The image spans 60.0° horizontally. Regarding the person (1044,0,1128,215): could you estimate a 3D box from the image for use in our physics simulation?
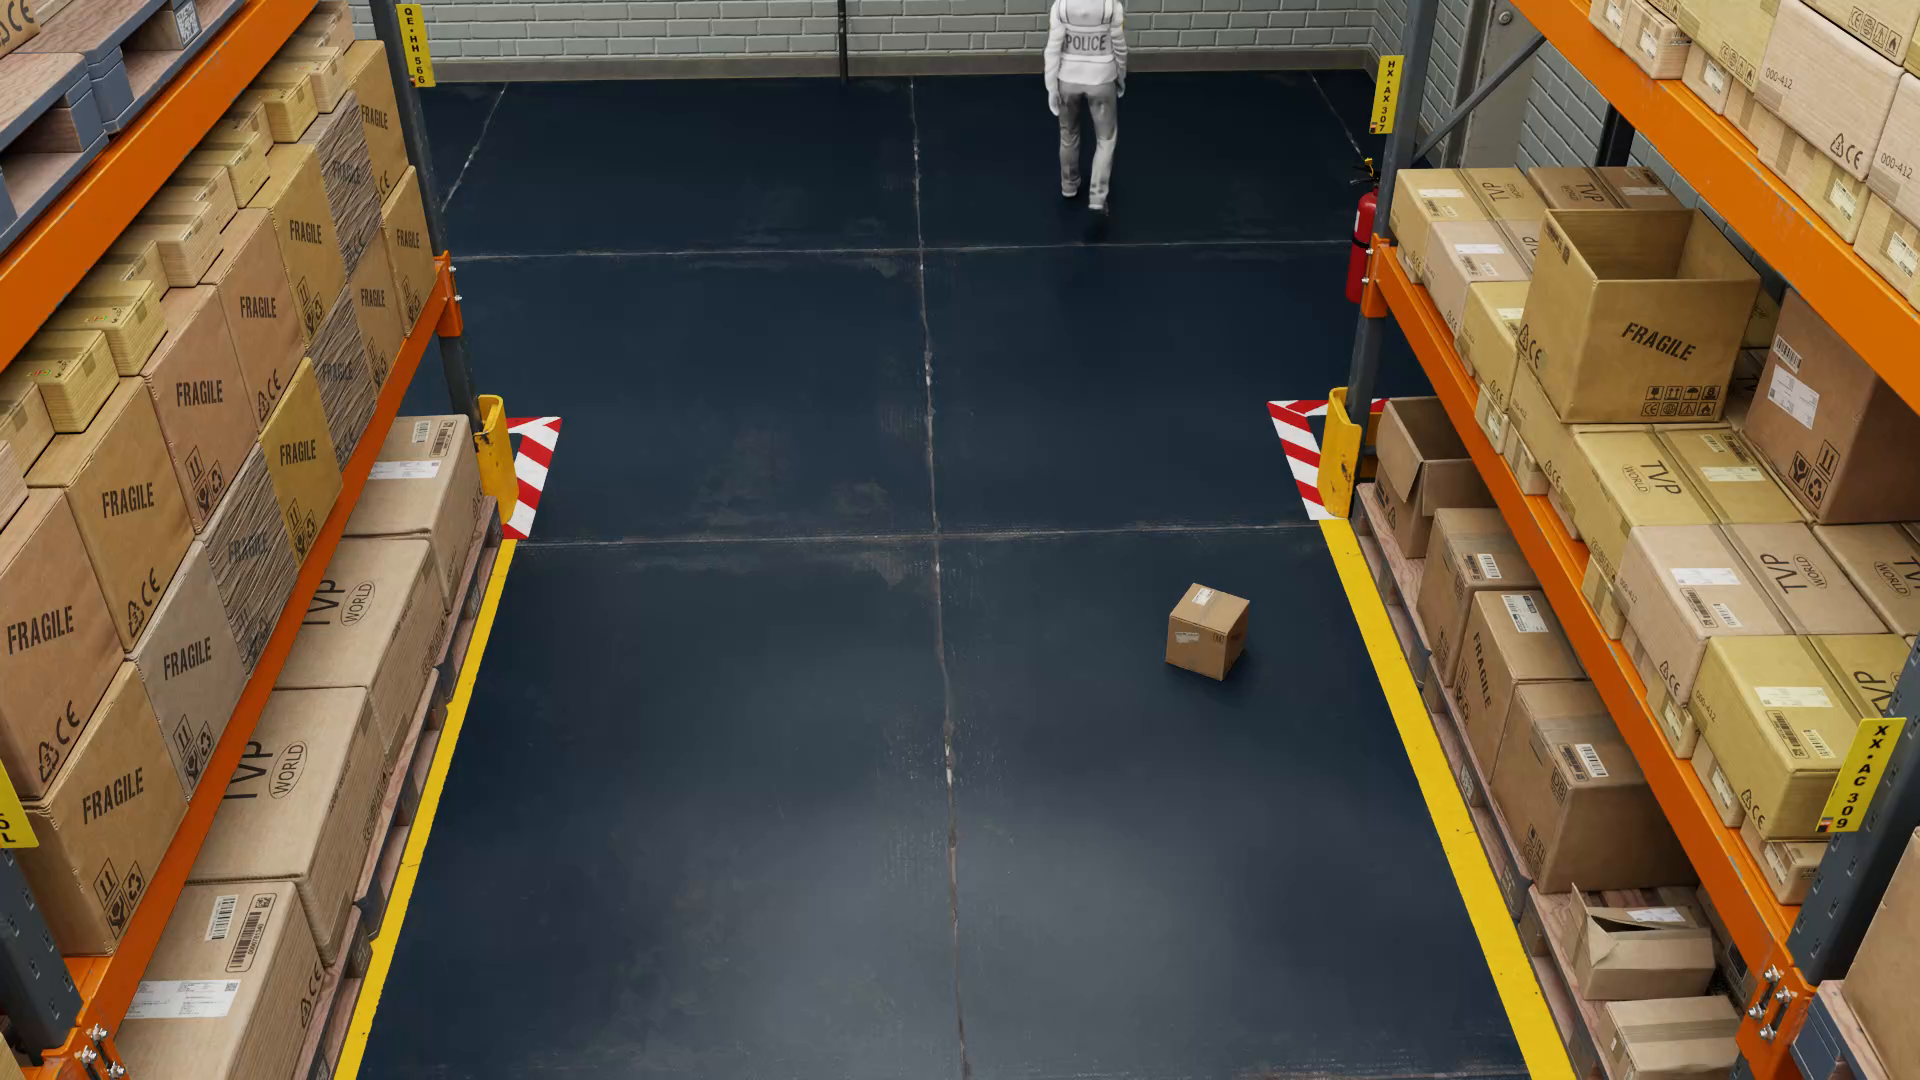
[{"bbox_3d":[0.757,-2.771,10.003,0.483,1.655,0.834,6,36,9],"label":"person"}]
